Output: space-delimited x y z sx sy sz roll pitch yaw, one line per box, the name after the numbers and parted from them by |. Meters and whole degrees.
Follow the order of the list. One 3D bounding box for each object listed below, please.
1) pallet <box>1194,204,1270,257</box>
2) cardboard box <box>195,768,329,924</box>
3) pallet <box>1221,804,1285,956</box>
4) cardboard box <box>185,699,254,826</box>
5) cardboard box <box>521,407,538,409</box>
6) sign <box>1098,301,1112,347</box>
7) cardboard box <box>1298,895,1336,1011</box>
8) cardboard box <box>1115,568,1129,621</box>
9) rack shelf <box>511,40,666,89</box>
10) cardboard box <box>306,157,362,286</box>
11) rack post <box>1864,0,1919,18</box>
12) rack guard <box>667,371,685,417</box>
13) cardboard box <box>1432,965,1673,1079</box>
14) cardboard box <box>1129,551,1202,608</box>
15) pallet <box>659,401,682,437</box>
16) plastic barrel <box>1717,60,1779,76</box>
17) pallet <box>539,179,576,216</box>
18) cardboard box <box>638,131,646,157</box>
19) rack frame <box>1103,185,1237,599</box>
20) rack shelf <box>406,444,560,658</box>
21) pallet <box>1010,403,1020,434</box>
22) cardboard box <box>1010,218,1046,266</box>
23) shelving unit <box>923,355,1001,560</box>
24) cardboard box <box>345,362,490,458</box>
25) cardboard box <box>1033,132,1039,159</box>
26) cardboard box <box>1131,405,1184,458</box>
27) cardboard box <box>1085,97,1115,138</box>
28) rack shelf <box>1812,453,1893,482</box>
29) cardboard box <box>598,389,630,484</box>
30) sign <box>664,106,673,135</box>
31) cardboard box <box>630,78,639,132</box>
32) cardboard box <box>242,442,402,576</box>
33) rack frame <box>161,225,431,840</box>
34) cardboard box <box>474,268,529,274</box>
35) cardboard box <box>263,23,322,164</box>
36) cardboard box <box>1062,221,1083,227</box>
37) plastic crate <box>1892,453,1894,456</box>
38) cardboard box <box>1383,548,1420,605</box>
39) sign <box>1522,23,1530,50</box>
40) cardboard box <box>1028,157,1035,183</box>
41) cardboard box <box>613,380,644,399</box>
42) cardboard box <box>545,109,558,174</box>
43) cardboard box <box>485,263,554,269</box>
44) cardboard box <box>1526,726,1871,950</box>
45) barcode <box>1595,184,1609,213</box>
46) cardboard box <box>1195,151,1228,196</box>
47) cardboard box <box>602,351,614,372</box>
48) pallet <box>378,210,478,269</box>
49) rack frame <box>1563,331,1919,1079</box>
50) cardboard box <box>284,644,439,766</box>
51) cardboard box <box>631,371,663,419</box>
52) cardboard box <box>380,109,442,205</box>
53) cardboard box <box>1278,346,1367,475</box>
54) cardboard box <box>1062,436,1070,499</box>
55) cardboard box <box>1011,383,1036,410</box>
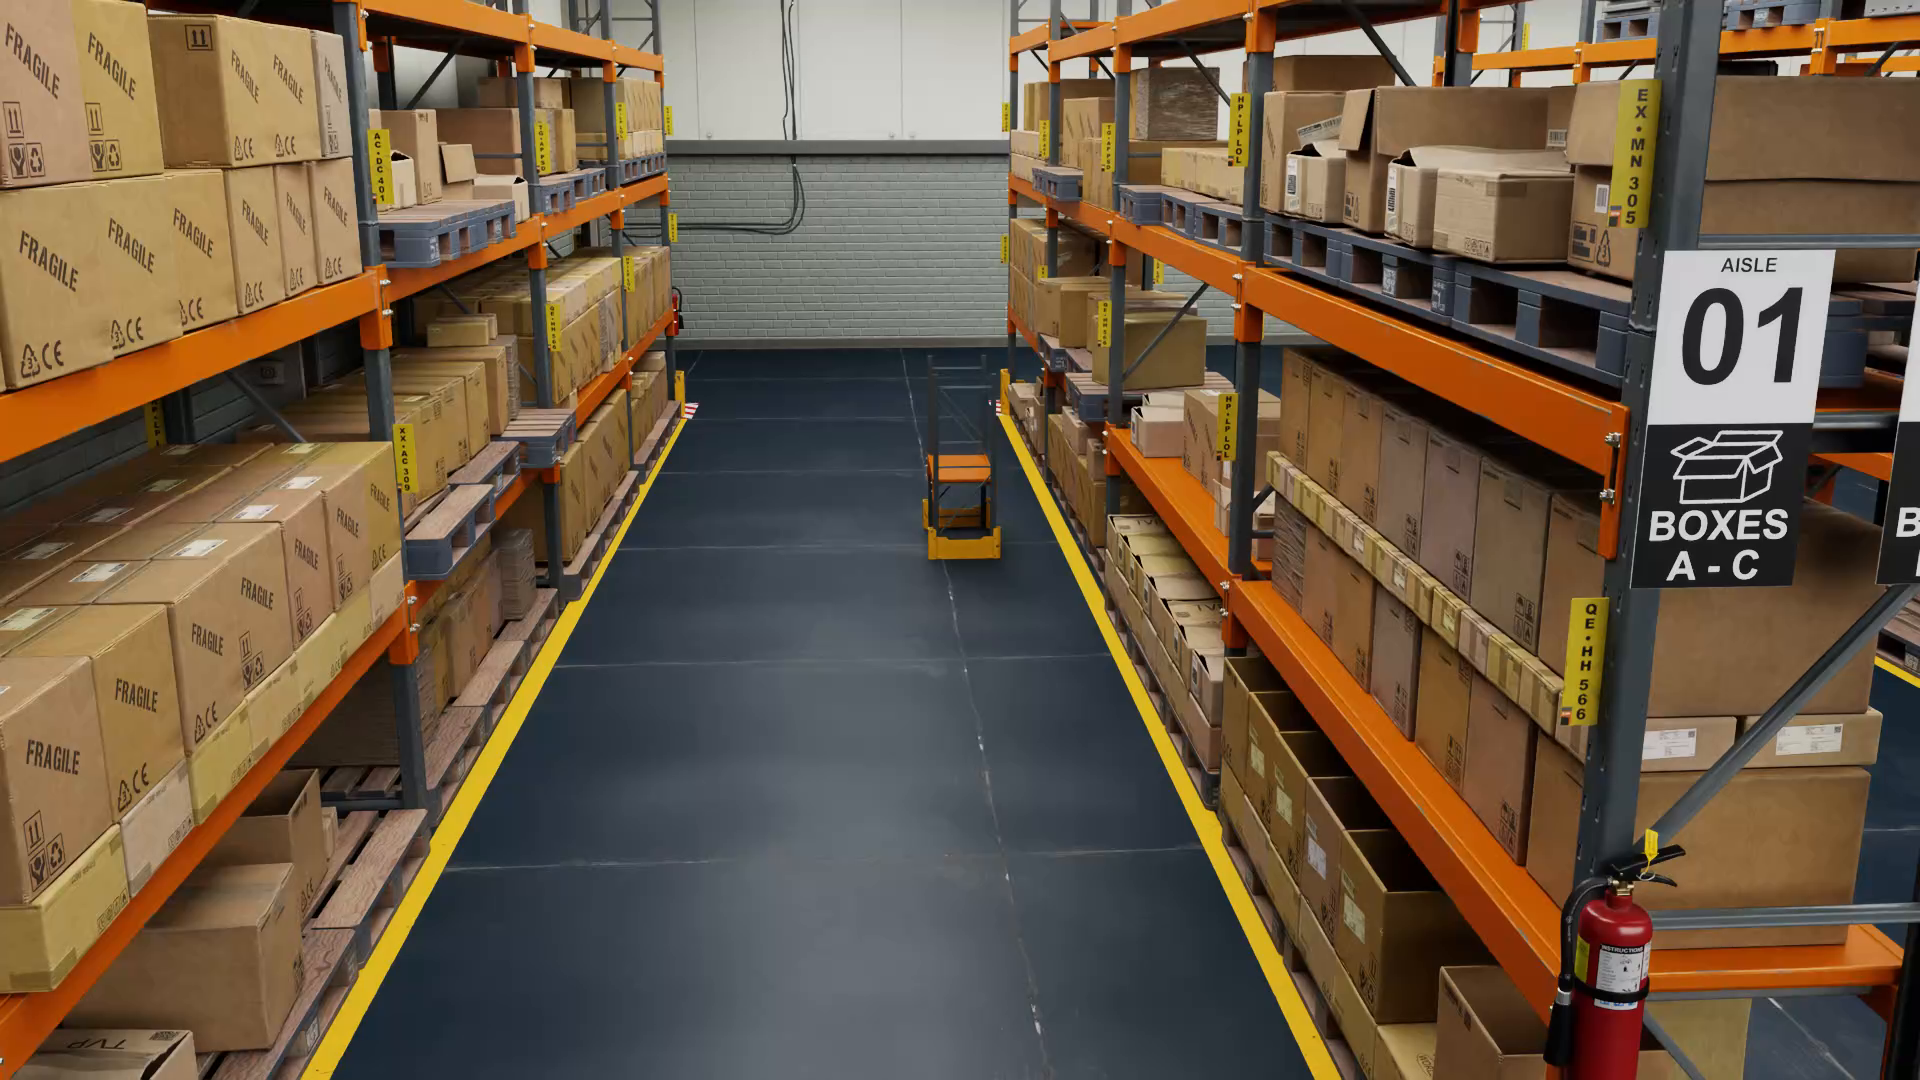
1.751 -1.606 8.611 0.805 0.209 1.217 -1 15 -6 | pallet
-3.021 1.306 7.064 0.500 0.500 0.500 -2 15 -8 | cardboard box
1.826 1.523 7.685 1.003 0.211 1.213 -1 14 -3 | pallet
-2.663 0.727 5.442 0.500 0.250 0.500 -1 14 -4 | cardboard box
-3.162 -0.917 12.035 0.380 0.149 0.250 -1 14 -4 | cardboard box
1.030 -1.533 11.799 0.100 0.325 0.005 -1 14 -3 | sign
1.634 1.595 6.483 0.500 0.250 0.500 -1 14 -3 | cardboard box
1.342 0.367 11.256 0.500 0.250 0.500 -1 14 -5 | cardboard box
-3.745 -4.799 16.866 1.077 0.370 4.000 -1 14 -3 | rack shelf
-2.847 -1.337 6.944 0.500 0.500 0.500 0 14 -2 | cardboard box
6.555 -3.592 9.528 1.013 1.000 3.121 -1 14 -3 | rack post
-3.870 -1.729 19.742 1.175 0.500 0.348 -1 14 -3 | rack guard
1.737 1.605 4.940 0.500 0.500 0.500 -1 14 -3 | cardboard box
1.381 0.228 10.671 0.500 0.311 0.500 -1 14 -5 | cardboard box
-3.741 -1.385 18.986 1.003 0.211 1.213 -1 14 -3 | pallet
6.526 -3.568 14.006 0.600 0.901 0.708 -1 14 -3 | plastic barrel
-3.466 -2.464 11.943 1.213 0.211 1.003 0 14 -1 | pallet
-3.457 -4.001 16.794 0.500 0.250 0.500 -1 14 -5 | cardboard box
1.571 -1.021 11.975 1.000 3.000 0.127 -1 14 -3 | rack frame
-3.249 -0.098 9.831 1.077 0.370 4.000 -1 14 -3 | rack shelf
1.130 -1.443 19.212 1.003 0.211 1.213 -1 14 -3 | pallet
0.840 -3.429 19.126 0.500 0.500 0.500 0 14 -2 | cardboard box
0.005 -0.707 13.766 0.587 1.500 1.083 -1 14 -3 | shelving unit
-3.234 -0.779 9.950 0.700 0.500 0.500 -1 14 -3 | cardboard box
0.994 -3.879 16.362 0.500 0.250 0.500 -1 14 -3 | cardboard box
1.433 -0.753 11.110 0.500 0.311 0.500 -1 14 -4 | cardboard box
1.366 -3.311 13.610 0.600 0.600 0.600 -1 15 -6 | cardboard box
6.639 -0.251 10.425 1.077 0.370 4.000 -1 14 -3 | rack shelf
-3.451 -0.941 15.136 0.750 0.750 0.750 -1 14 -3 | cardboard box
-3.326 -4.781 18.952 0.100 0.325 0.005 -1 14 -3 | sign
-3.423 -4.243 16.230 0.500 0.500 0.500 -1 14 -5 | cardboard box
-2.787 -0.136 7.292 0.500 0.500 0.500 -1 14 -4 | cardboard box
-3.125 0.051 7.808 1.000 3.000 0.127 -1 14 -3 | rack frame
-3.777 -2.131 13.946 0.500 0.250 0.500 -1 14 -5 | cardboard box
-2.779 -1.687 6.295 0.500 0.500 0.500 0 14 0 | cardboard box
1.410 -3.311 18.669 0.500 0.500 0.500 0 14 -2 | cardboard box
6.310 -0.721 10.681 0.402 0.464 0.583 -1 14 -3 | plastic crate
1.755 0.128 6.006 0.380 0.149 0.250 -1 14 -4 | cardboard box
6.568 -5.848 19.343 0.100 0.325 0.005 -1 14 -3 | sign
0.968 -3.762 16.907 0.500 0.250 0.500 -1 14 -3 | cardboard box
-3.404 -1.521 16.790 0.380 0.149 0.250 0 14 -2 | cardboard box
-3.610 -3.169 13.220 0.700 0.500 0.500 -1 14 -3 | cardboard box
-3.813 -2.255 14.430 0.500 0.250 0.500 -1 14 -3 | cardboard box
2.051 0.804 4.682 0.700 0.500 0.500 -1 14 -3 | cardboard box
1.567 -0.833 4.059 0.001 0.075 0.075 -1 14 -3 | barcode
1.730 -2.220 10.073 0.500 0.250 0.500 -1 14 -5 | cardboard box
-3.232 -1.555 14.512 0.380 0.149 0.250 -1 14 -3 | cardboard box
-3.057 -1.466 8.061 1.213 0.211 1.003 -1 14 -3 | pallet
2.067 0.968 4.242 1.000 3.000 0.127 -1 14 -3 | rack frame
-3.187 0.866 8.775 0.700 0.500 0.500 0 14 -2 | cardboard box
-3.694 -1.629 18.512 0.700 0.500 0.500 -1 14 -4 | cardboard box
-3.155 -2.097 9.095 0.500 0.500 0.500 -1 14 -5 | cardboard box
1.853 -0.593 7.506 0.700 0.500 0.500 -1 14 -3 | cardboard box
1.178 -0.637 14.618 0.500 0.500 0.500 -1 14 -3 | cardboard box
0.857 -1.628 18.970 0.500 0.250 0.500 -1 14 -3 | cardboard box
